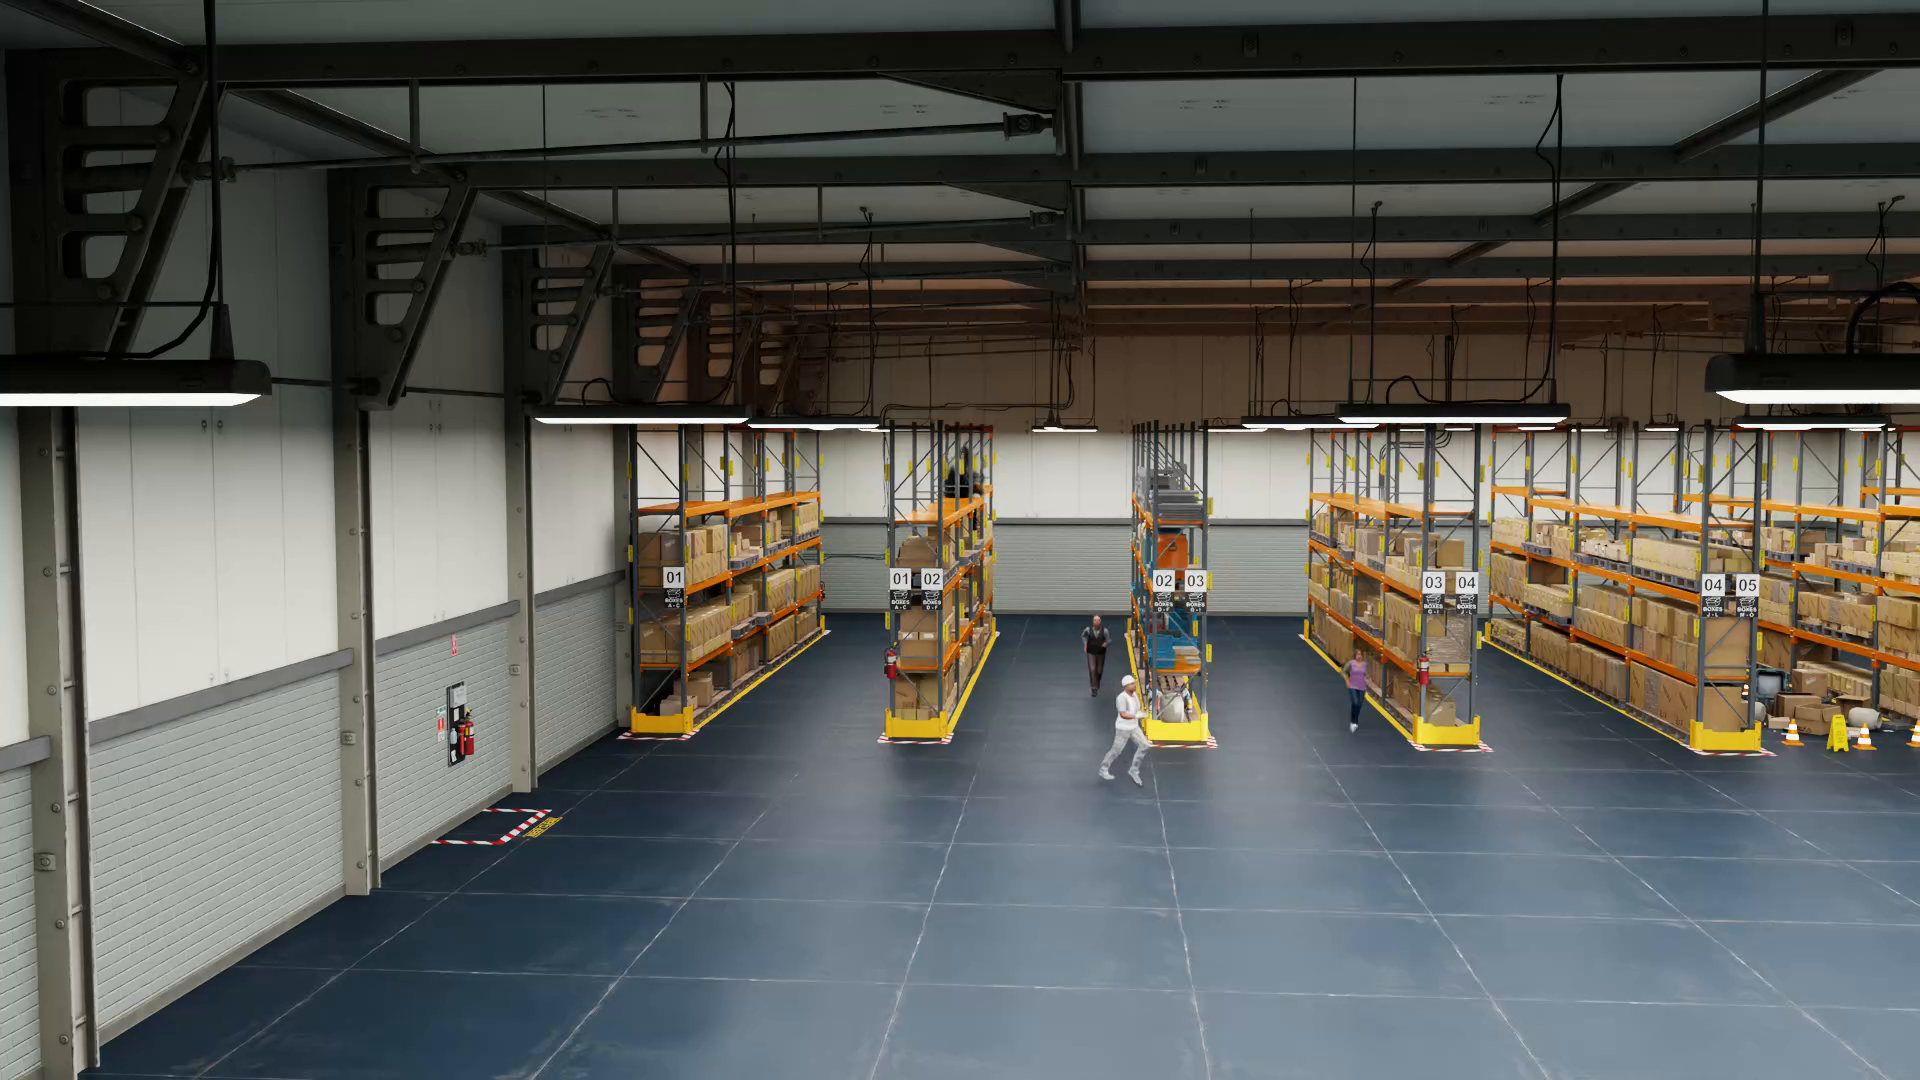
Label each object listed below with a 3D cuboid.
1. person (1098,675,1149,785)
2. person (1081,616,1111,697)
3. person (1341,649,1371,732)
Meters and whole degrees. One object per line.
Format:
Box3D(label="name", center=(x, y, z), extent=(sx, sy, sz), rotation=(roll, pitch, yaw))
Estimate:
Box3D(label="person", center=(2.739, 3.106, 27.266), extent=(0.901, 1.806, 0.694), rotation=(3, 4, 35))
Box3D(label="person", center=(3.008, 2.538, 36.668), extent=(0.661, 1.729, 0.933), rotation=(0, 4, 2))
Box3D(label="person", center=(7.660, 2.898, 32.087), extent=(0.513, 1.610, 0.682), rotation=(0, 4, -3))
